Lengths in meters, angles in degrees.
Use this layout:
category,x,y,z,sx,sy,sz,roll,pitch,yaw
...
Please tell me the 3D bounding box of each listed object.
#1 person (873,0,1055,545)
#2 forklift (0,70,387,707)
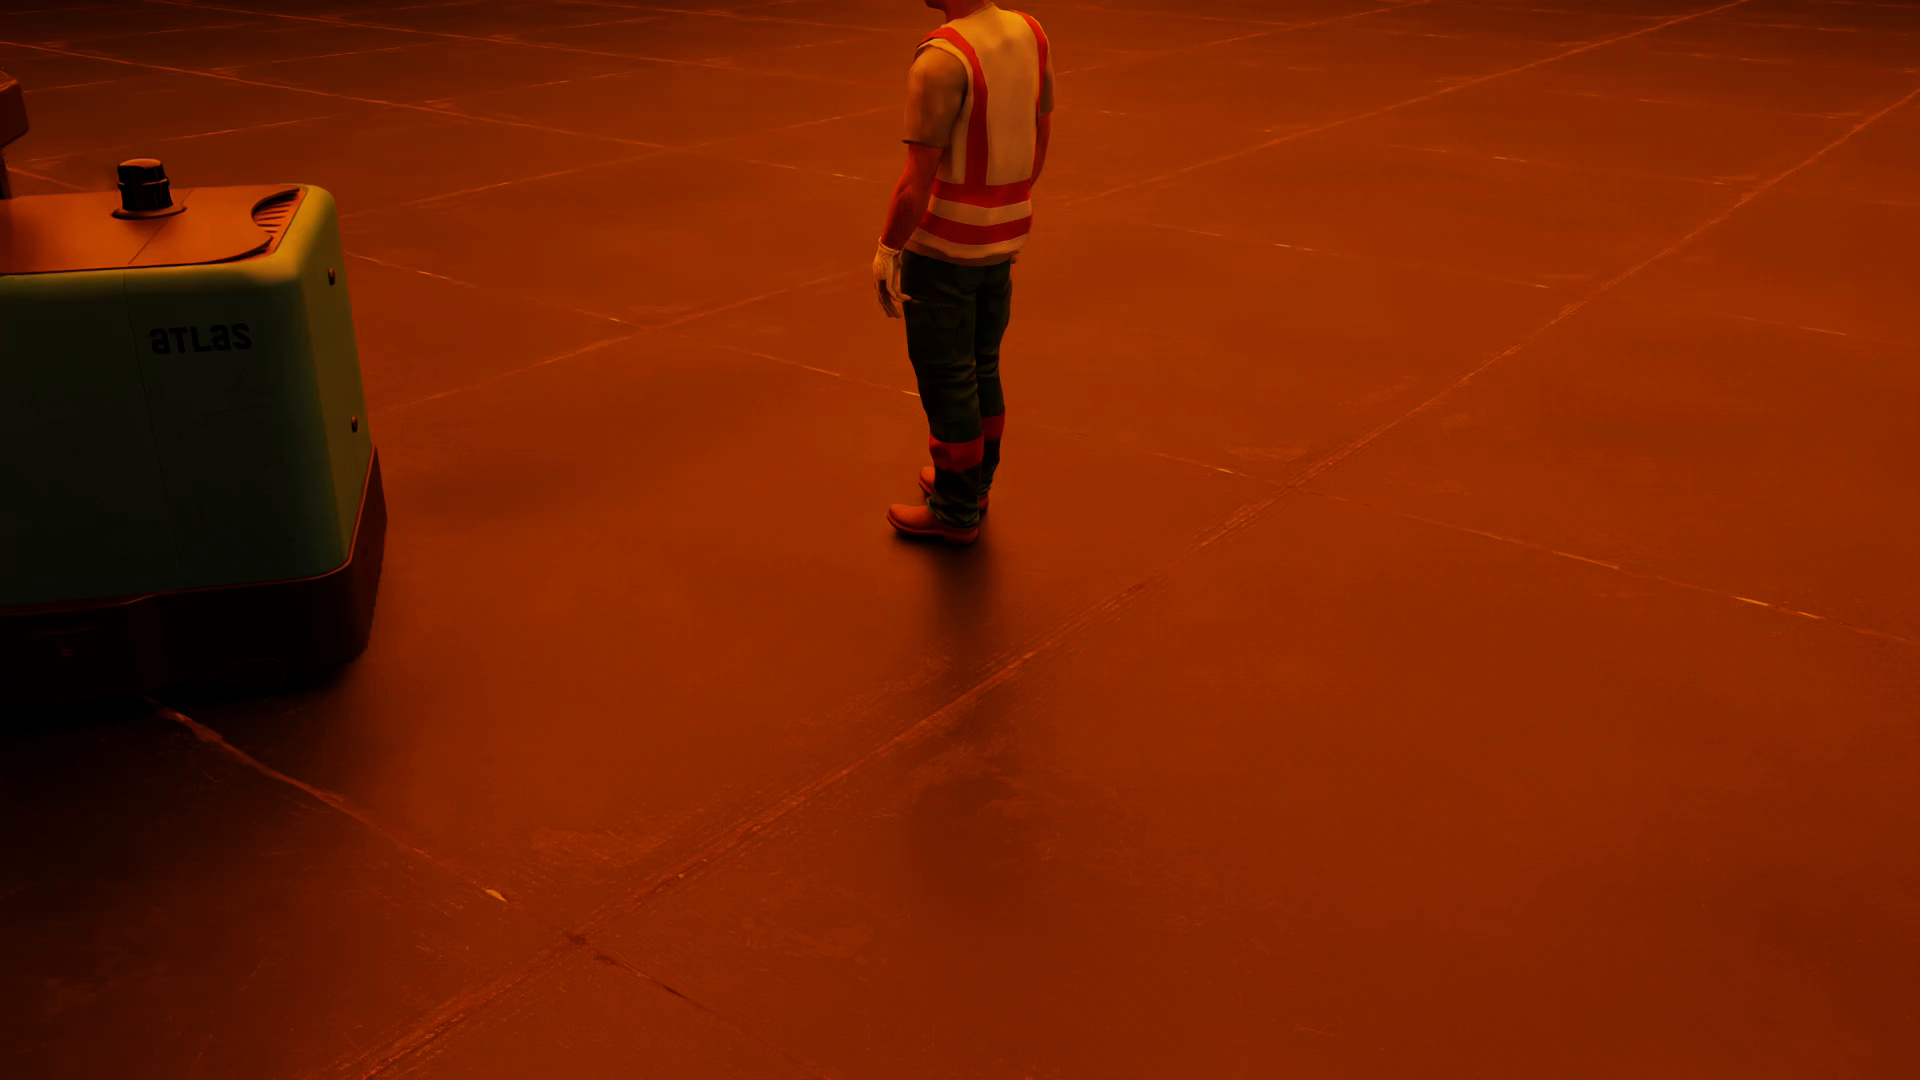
category,x,y,z,sx,sy,sz,roll,pitch,yaw
person,-0.058,-0.850,4.708,0.561,1.790,0.638,17,29,34
forklift,-3.080,-1.029,3.704,3.031,2.935,1.130,-6,24,-13
